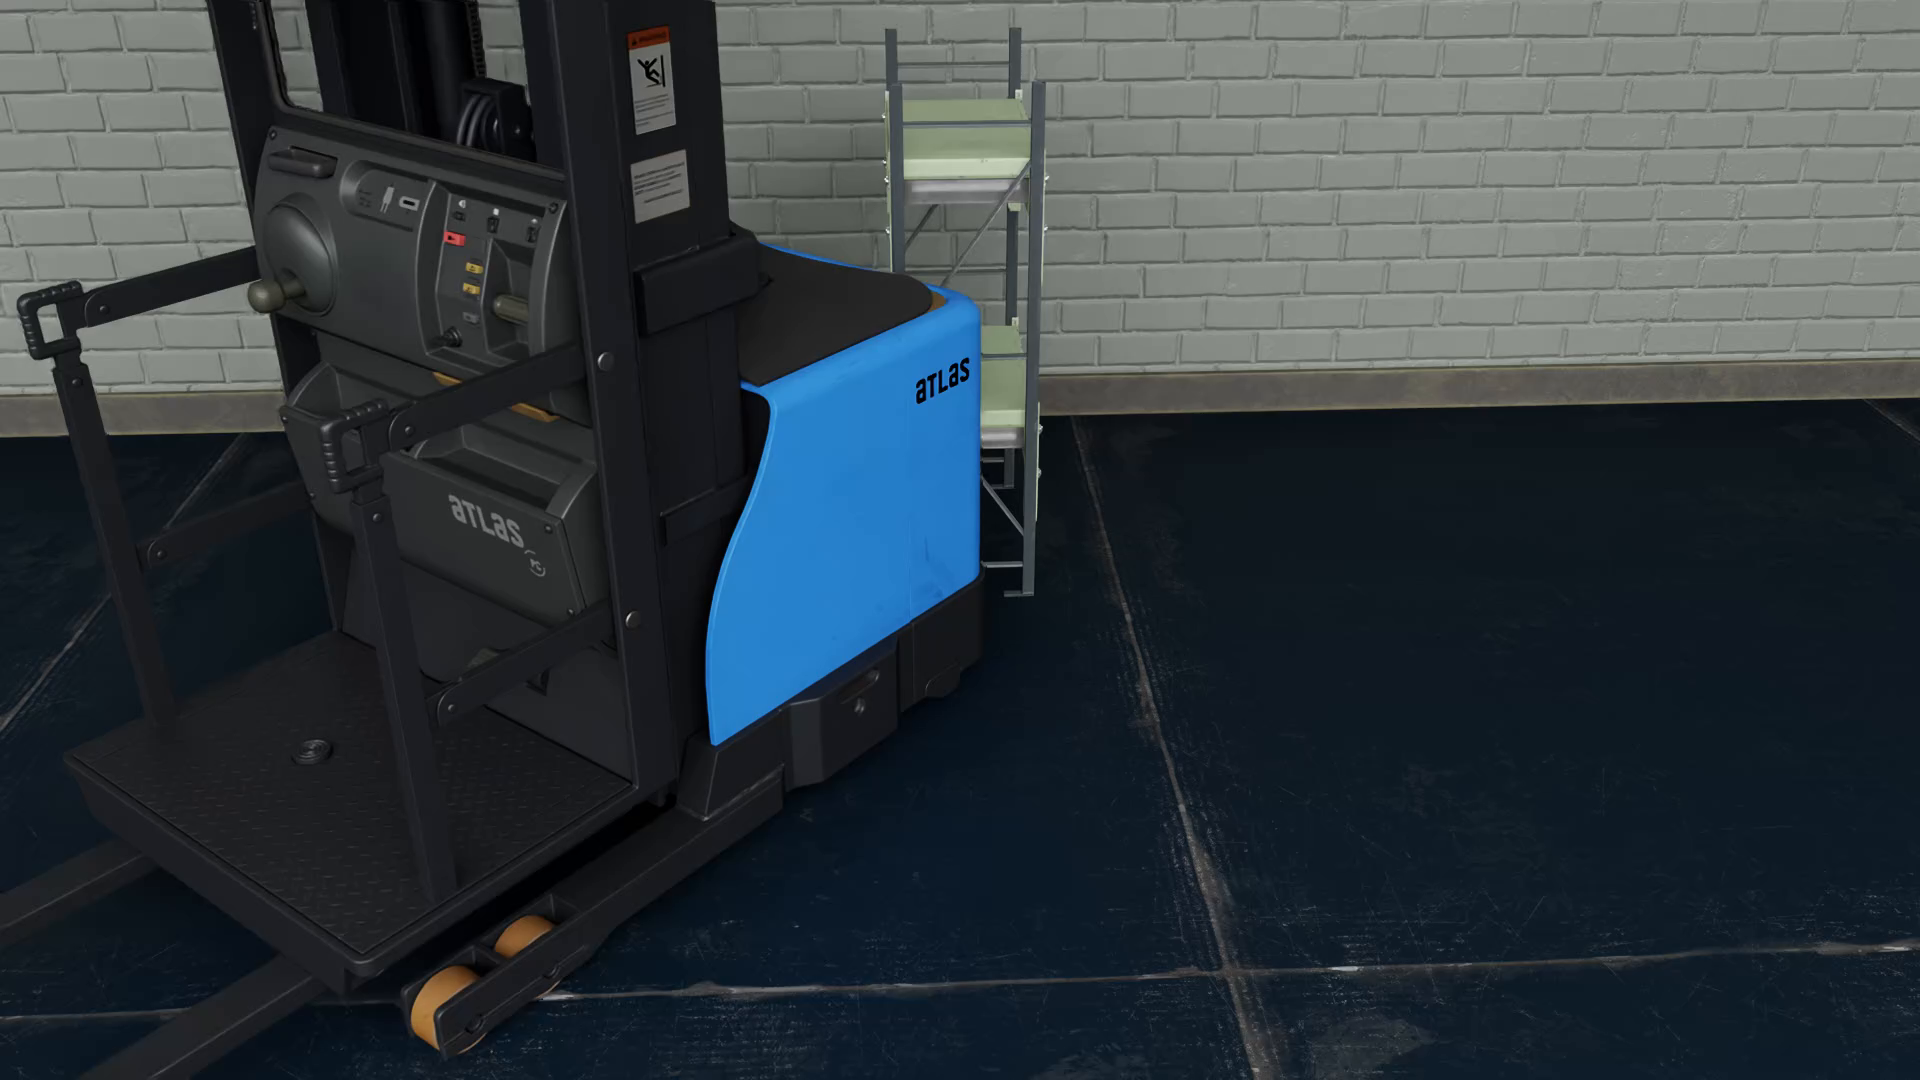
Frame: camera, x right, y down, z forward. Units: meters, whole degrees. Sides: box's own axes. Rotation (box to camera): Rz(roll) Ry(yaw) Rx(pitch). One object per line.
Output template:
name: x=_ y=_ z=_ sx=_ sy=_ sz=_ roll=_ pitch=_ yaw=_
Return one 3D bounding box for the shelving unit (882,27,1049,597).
shelving unit: x=0.000 y=-0.668 z=4.909 sx=0.431 sy=1.500 sz=0.755 roll=-1 pitch=28 yaw=-3

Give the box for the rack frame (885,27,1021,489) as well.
rack frame: x=-0.019 y=-0.837 z=5.233 sx=0.400 sy=1.500 sz=0.023 roll=-1 pitch=28 yaw=-3

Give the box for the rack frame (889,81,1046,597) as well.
rack frame: x=0.019 y=-0.499 z=4.585 sx=0.400 sy=1.500 sz=0.023 roll=-1 pitch=28 yaw=-3

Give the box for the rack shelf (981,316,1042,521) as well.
rack shelf: x=0.000 y=-0.379 z=5.060 sx=0.431 sy=0.370 sz=0.720 roll=-1 pitch=28 yaw=-3

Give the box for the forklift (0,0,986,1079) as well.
forklift: x=-1.225 y=-0.541 z=3.117 sx=1.130 sy=2.935 sz=3.031 roll=19 pitch=33 yaw=33

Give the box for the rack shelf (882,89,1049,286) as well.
rack shelf: x=0.000 y=-1.014 z=4.729 sx=0.431 sy=0.370 sz=0.720 roll=-1 pitch=28 yaw=-3
